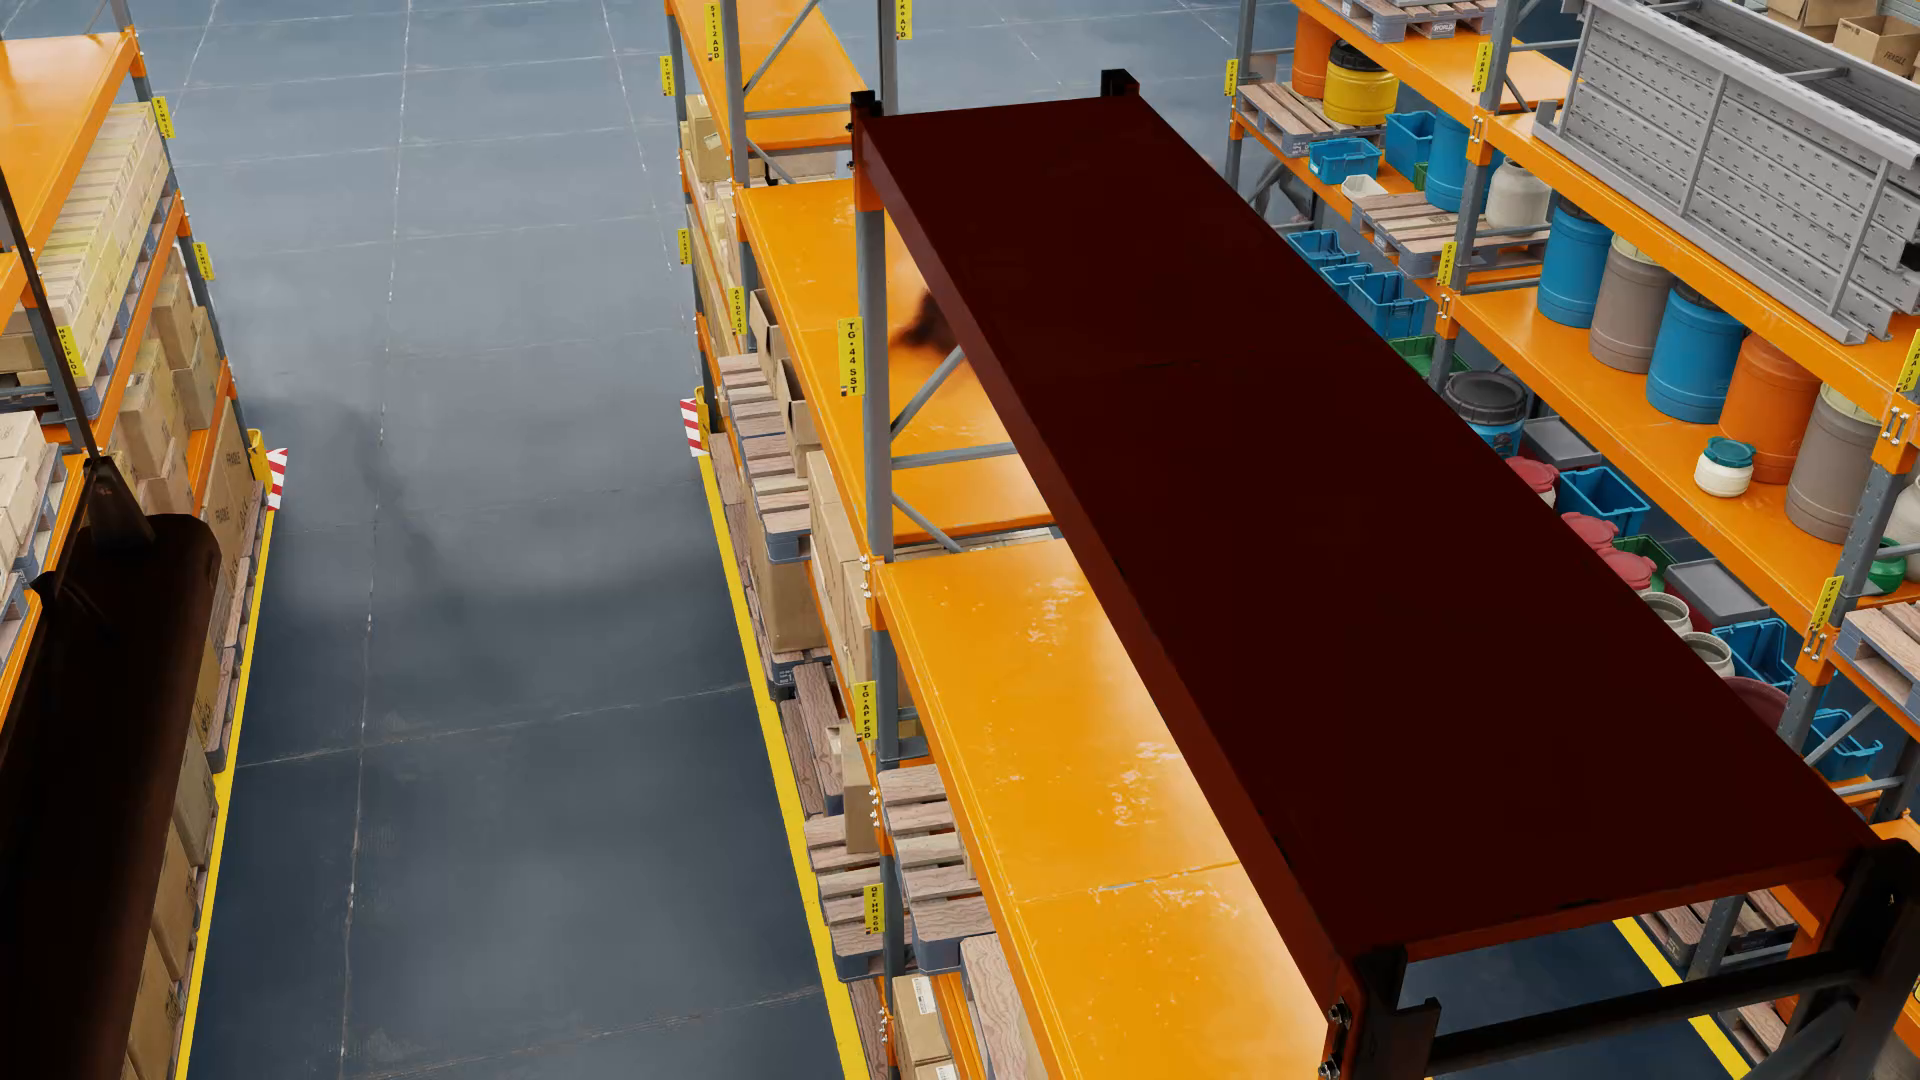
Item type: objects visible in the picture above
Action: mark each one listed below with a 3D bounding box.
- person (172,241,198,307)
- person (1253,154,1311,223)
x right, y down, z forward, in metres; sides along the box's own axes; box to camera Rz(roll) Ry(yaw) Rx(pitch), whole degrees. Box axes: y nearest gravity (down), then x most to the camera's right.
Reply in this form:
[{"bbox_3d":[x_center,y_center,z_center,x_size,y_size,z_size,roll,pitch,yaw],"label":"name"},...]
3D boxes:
[{"bbox_3d":[-7.559,-2.244,15.945,0.689,1.725,0.621,18,38,24],"label":"person"},{"bbox_3d":[3.696,-4.324,18.953,0.832,1.706,0.582,8,35,11],"label":"person"}]
